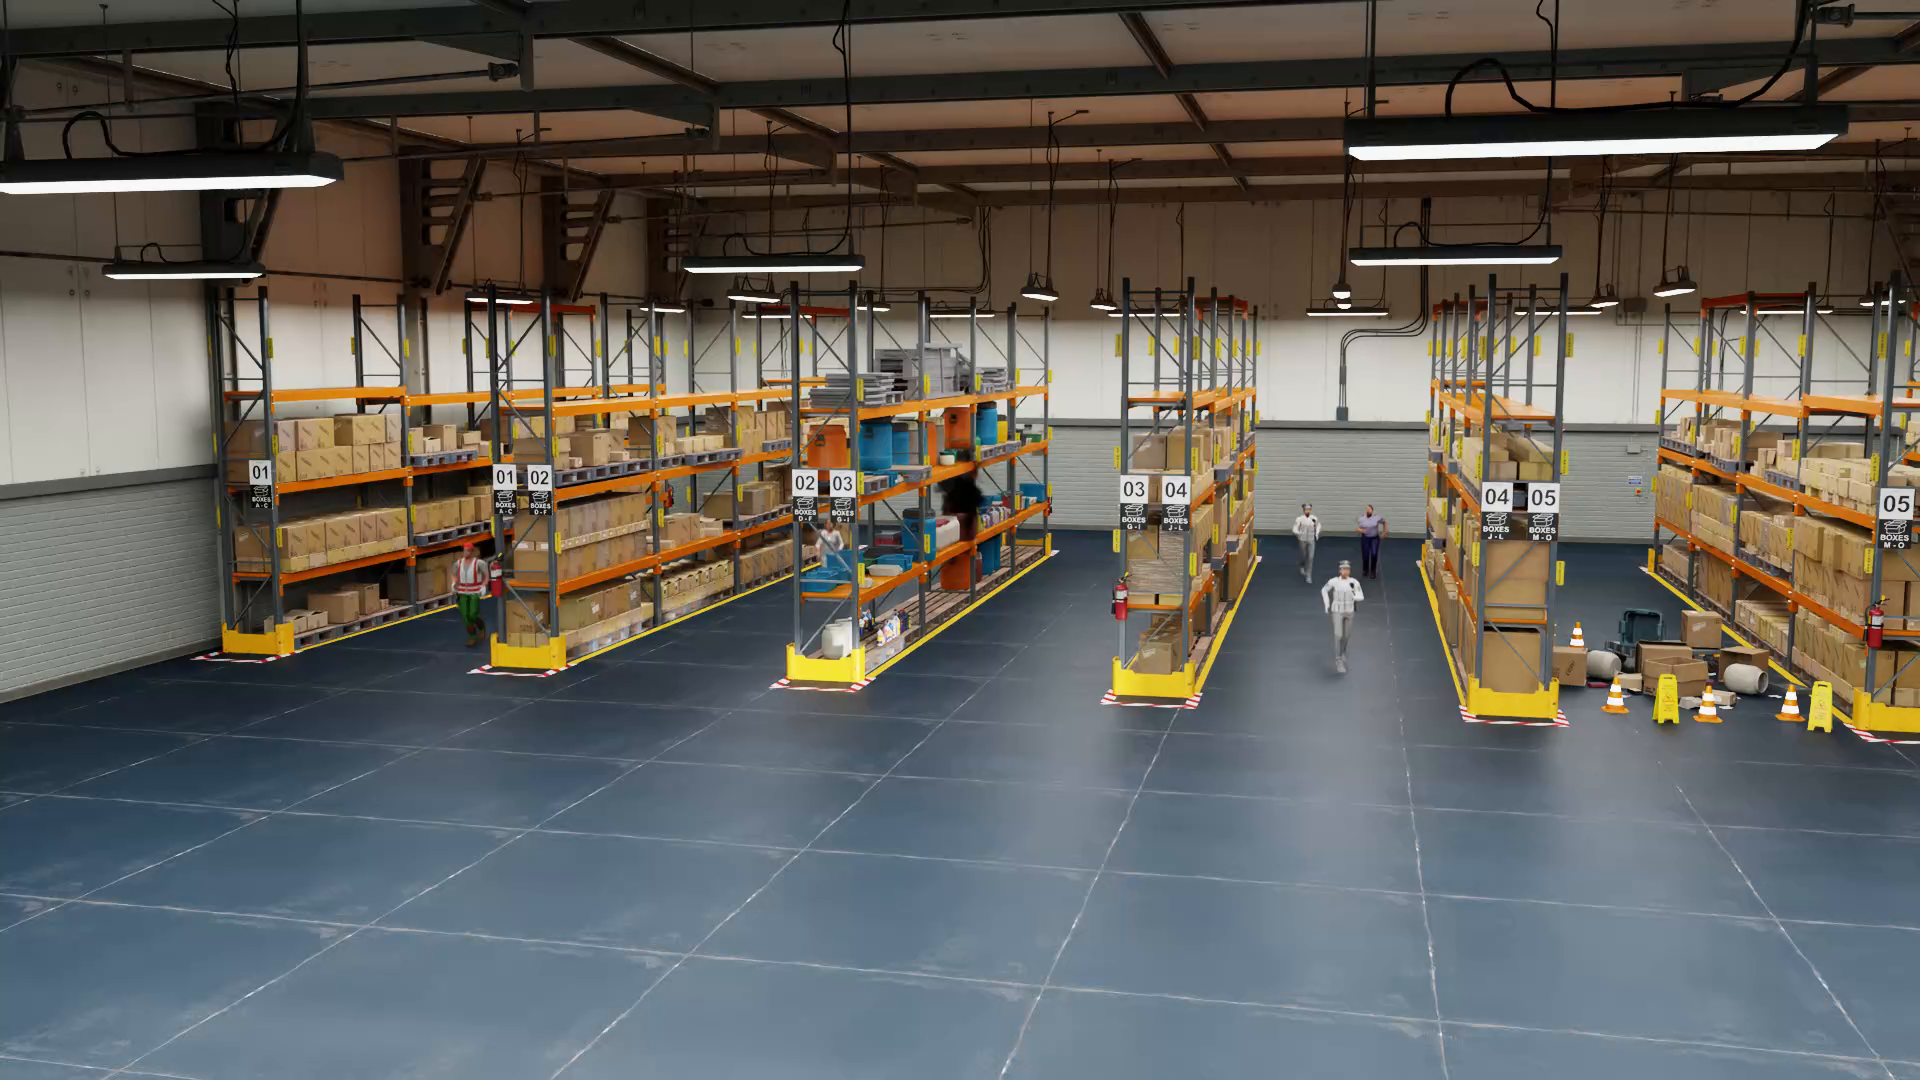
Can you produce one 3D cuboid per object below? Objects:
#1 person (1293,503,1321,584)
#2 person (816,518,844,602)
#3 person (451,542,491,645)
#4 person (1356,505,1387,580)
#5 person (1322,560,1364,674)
[{"bbox_3d":[7.495,0.040,35.926,0.616,1.705,0.916,1,7,5],"label":"person"},{"bbox_3d":[-2.443,0.371,31.115,0.532,1.564,0.486,0,7,2],"label":"person"},{"bbox_3d":[-8.300,0.907,28.109,0.661,1.745,0.586,1,7,7],"label":"person"},{"bbox_3d":[8.926,0.048,36.128,0.615,1.625,0.835,2,7,21],"label":"person"},{"bbox_3d":[5.987,1.164,26.018,0.578,1.727,0.854,0,7,0],"label":"person"}]
